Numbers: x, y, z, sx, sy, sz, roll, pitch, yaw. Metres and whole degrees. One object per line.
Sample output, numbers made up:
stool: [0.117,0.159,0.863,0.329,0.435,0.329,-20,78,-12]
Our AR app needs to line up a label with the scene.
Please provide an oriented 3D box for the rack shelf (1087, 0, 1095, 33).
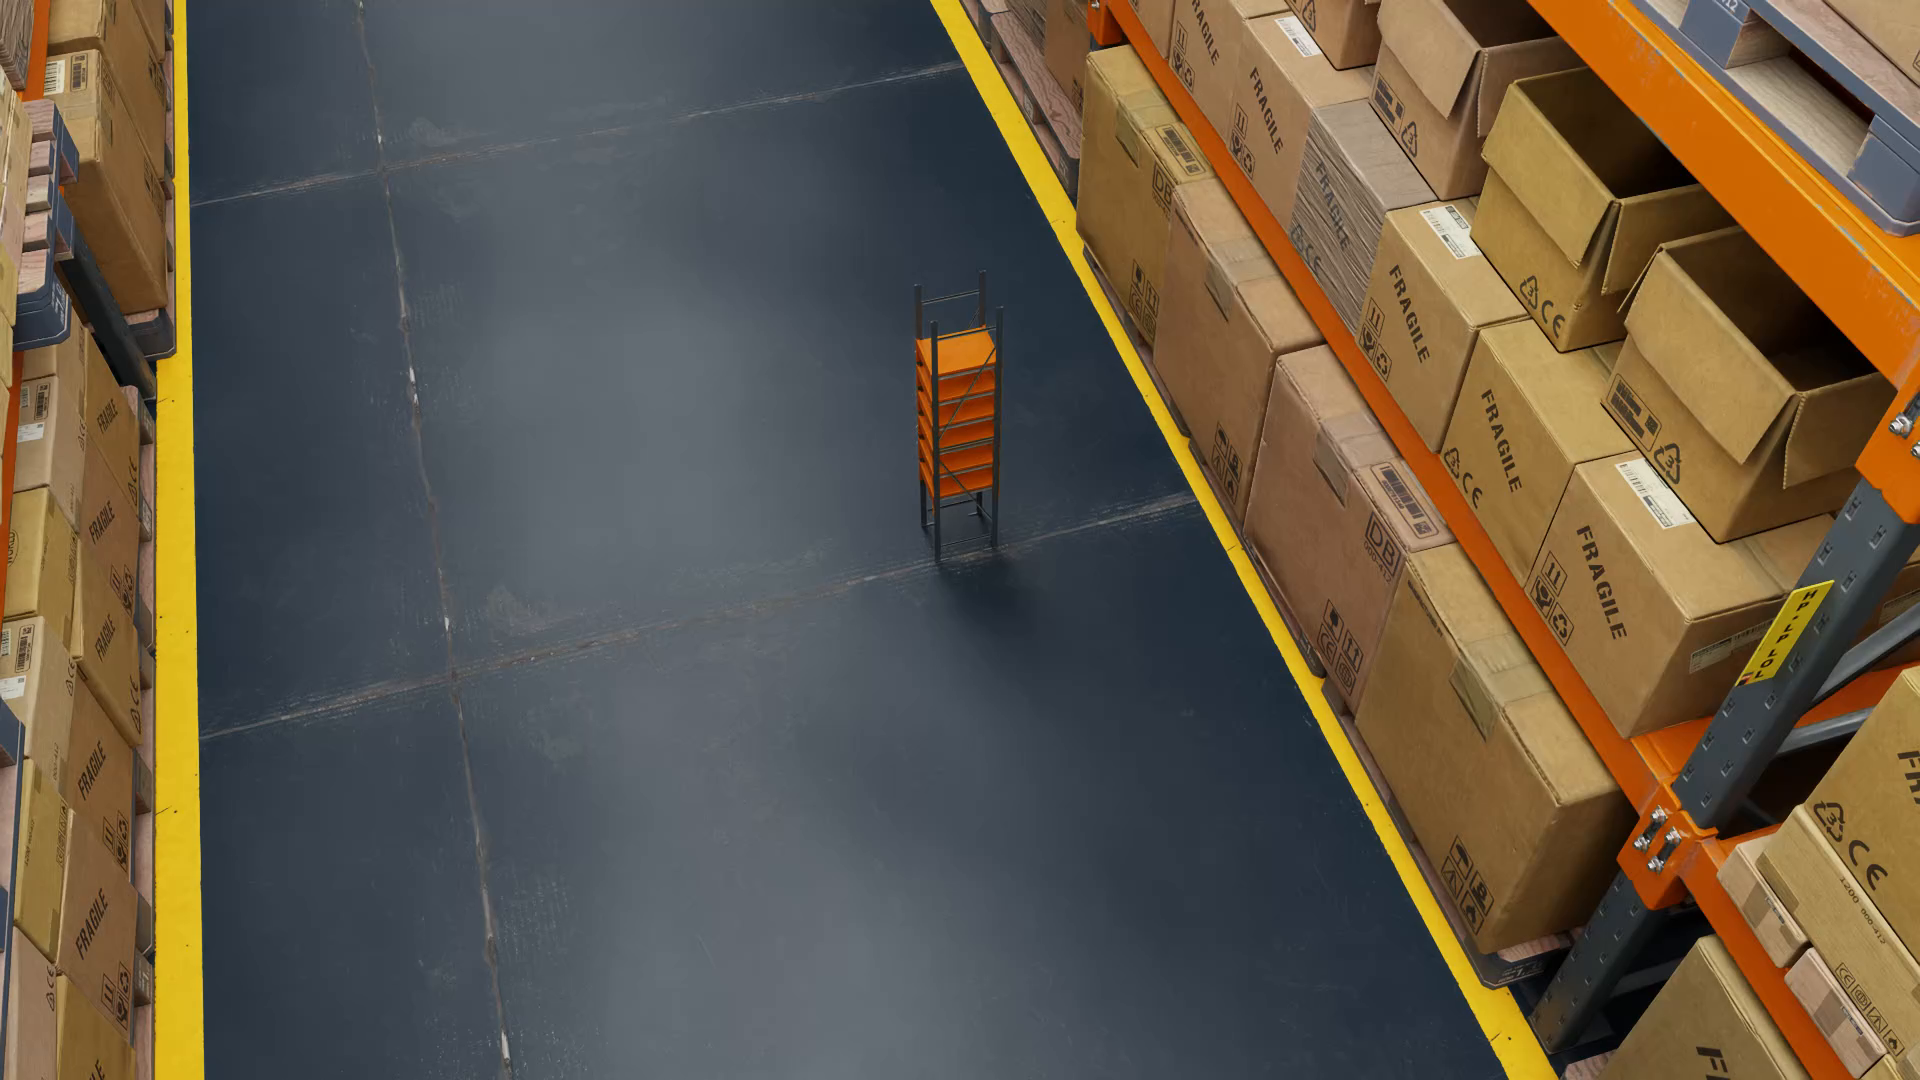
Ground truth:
rack shelf: [0.435,-3.737,7.909,1.077,0.370,4.000,-13,51,-11]

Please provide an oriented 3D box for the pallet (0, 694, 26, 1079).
pallet: [-2.646,0.932,3.628,1.003,0.211,1.213,-13,51,-11]

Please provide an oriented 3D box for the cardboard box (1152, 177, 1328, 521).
cardboard box: [1.467,-0.797,6.075,1.225,0.875,0.875,-13,51,-11]

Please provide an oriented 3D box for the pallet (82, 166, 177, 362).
pallet: [-3.903,-1.155,7.085,1.003,0.211,1.213,-13,51,-11]

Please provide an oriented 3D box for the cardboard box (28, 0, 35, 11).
cardboard box: [-3.769,-2.252,6.121,0.500,0.500,0.500,-14,51,-11]

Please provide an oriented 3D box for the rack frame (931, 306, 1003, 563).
rack frame: [0.023,-0.330,5.744,0.240,1.200,0.006,-13,51,-11]

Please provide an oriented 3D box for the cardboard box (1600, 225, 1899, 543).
cardboard box: [2.013,-0.407,3.910,0.797,0.503,0.637,-15,51,-12]

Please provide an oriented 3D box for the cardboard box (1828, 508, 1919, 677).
cardboard box: [2.312,-0.011,4.232,0.500,0.500,0.500,-13,51,-11]

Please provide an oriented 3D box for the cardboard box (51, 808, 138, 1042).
cardboard box: [-2.682,1.146,4.683,0.500,0.500,0.500,-11,51,-9]

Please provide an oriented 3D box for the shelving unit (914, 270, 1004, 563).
shelving unit: [-0.004,-0.397,5.800,0.258,1.200,0.189,-13,51,-11]

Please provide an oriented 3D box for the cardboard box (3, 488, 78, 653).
cardboard box: [-2.994,0.150,5.032,0.500,0.250,0.500,-12,51,-10]

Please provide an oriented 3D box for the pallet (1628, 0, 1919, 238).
pallet: [1.891,-1.150,3.421,0.805,0.209,1.217,-15,52,-12]

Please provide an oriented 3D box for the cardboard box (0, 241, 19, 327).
cardboard box: [-2.938,-0.706,4.773,0.380,0.149,0.250,-14,51,-11]

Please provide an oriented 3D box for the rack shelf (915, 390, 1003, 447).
rack shelf: [-0.004,-0.446,5.742,0.258,0.103,0.180,-13,51,-11]

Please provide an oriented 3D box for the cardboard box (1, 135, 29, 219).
cardboard box: [-3.085,-1.077,5.085,0.380,0.149,0.250,-13,51,-11]

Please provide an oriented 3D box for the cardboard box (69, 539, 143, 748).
cardboard box: [-2.975,0.394,5.316,0.500,0.500,0.500,-15,52,-13]

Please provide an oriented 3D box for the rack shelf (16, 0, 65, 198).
rack shelf: [-4.333,-2.689,7.026,1.077,0.370,4.000,-13,51,-11]

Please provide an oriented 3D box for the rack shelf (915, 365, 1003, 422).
rack shelf: [-0.004,-0.523,5.651,0.258,0.103,0.180,-13,51,-11]

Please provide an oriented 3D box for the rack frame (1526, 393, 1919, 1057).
rack frame: [2.209,0.413,3.940,1.000,3.000,0.127,-13,51,-11]

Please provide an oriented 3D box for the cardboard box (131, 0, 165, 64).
cardboard box: [-4.373,-2.654,7.722,1.050,0.750,0.750,-13,51,-11]

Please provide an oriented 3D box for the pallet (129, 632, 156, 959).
pallet: [-3.155,0.899,5.354,1.003,0.211,1.213,-13,51,-11]

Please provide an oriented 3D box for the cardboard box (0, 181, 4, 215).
cardboard box: [-3.000,-0.967,4.798,0.380,0.149,0.250,-12,51,-10]

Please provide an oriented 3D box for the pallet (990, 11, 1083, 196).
pallet: [0.797,-2.180,7.950,1.003,0.211,1.213,-13,51,-11]

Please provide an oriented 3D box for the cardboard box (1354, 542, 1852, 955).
cardboard box: [2.001,0.500,4.982,1.225,0.875,0.875,-13,51,-11]

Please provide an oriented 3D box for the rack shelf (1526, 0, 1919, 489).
rack shelf: [1.618,-1.782,4.299,1.077,0.370,4.000,-13,51,-11]

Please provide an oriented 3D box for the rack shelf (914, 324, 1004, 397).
rack shelf: [-0.004,-0.601,5.559,0.258,0.103,0.180,-13,51,-11]

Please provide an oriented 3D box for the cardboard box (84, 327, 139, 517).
cardboard box: [-3.297,-0.369,5.959,0.500,0.500,0.500,-14,51,-11]

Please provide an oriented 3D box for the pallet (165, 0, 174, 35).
pallet: [-4.624,-2.937,8.588,1.003,0.211,1.213,-13,51,-11]

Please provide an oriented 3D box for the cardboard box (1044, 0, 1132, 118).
cardboard box: [0.809,-2.329,7.599,0.700,0.500,0.500,-16,52,-13]

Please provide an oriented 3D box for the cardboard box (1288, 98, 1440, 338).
cardboard box: [1.366,-1.009,5.073,0.500,0.500,0.500,-13,51,-11]

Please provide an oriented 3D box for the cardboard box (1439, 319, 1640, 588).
cardboard box: [1.671,-0.262,4.443,0.500,0.500,0.500,-12,51,-10]

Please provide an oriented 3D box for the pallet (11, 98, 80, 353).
pallet: [-3.429,-0.902,5.174,1.213,0.211,1.003,-13,51,-11]

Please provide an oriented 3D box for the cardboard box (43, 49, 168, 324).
cardboard box: [-3.836,-1.336,6.611,1.050,0.750,0.750,-14,51,-11]

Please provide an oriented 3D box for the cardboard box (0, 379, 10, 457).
cardboard box: [-2.782,-0.320,4.448,0.380,0.149,0.250,-12,51,-10]

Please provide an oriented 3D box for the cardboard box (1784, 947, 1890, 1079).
cardboard box: [2.057,0.977,3.628,0.380,0.149,0.250,-15,51,-12]

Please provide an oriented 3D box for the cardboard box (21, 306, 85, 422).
cardboard box: [-3.289,-0.592,5.657,0.500,0.250,0.500,-14,51,-12]

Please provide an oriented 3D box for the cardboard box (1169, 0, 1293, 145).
cardboard box: [1.065,-1.748,5.696,0.500,0.500,0.500,-15,51,-12]

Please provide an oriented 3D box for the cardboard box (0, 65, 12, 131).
cardboard box: [-3.160,-1.353,5.124,0.380,0.149,0.250,-12,51,-10]

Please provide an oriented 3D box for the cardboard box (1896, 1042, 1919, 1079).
cardboard box: [2.240,1.133,3.237,0.500,0.250,0.500,-14,51,-11]

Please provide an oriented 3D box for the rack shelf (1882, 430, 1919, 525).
rack shelf: [2.801,1.139,1.836,1.077,0.370,4.000,-13,51,-11]

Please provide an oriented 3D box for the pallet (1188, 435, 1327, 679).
pallet: [1.545,-0.127,6.219,1.003,0.211,1.213,-13,51,-11]

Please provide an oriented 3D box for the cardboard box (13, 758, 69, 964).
cardboard box: [-2.685,0.902,4.398,0.500,0.250,0.500,-12,51,-10]

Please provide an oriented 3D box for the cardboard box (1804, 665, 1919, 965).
cardboard box: [2.107,0.532,3.253,0.500,0.500,0.500,-13,51,-11]

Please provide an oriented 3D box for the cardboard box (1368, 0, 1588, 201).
cardboard box: [1.622,-1.361,4.714,0.797,0.503,0.637,-12,51,-10]
